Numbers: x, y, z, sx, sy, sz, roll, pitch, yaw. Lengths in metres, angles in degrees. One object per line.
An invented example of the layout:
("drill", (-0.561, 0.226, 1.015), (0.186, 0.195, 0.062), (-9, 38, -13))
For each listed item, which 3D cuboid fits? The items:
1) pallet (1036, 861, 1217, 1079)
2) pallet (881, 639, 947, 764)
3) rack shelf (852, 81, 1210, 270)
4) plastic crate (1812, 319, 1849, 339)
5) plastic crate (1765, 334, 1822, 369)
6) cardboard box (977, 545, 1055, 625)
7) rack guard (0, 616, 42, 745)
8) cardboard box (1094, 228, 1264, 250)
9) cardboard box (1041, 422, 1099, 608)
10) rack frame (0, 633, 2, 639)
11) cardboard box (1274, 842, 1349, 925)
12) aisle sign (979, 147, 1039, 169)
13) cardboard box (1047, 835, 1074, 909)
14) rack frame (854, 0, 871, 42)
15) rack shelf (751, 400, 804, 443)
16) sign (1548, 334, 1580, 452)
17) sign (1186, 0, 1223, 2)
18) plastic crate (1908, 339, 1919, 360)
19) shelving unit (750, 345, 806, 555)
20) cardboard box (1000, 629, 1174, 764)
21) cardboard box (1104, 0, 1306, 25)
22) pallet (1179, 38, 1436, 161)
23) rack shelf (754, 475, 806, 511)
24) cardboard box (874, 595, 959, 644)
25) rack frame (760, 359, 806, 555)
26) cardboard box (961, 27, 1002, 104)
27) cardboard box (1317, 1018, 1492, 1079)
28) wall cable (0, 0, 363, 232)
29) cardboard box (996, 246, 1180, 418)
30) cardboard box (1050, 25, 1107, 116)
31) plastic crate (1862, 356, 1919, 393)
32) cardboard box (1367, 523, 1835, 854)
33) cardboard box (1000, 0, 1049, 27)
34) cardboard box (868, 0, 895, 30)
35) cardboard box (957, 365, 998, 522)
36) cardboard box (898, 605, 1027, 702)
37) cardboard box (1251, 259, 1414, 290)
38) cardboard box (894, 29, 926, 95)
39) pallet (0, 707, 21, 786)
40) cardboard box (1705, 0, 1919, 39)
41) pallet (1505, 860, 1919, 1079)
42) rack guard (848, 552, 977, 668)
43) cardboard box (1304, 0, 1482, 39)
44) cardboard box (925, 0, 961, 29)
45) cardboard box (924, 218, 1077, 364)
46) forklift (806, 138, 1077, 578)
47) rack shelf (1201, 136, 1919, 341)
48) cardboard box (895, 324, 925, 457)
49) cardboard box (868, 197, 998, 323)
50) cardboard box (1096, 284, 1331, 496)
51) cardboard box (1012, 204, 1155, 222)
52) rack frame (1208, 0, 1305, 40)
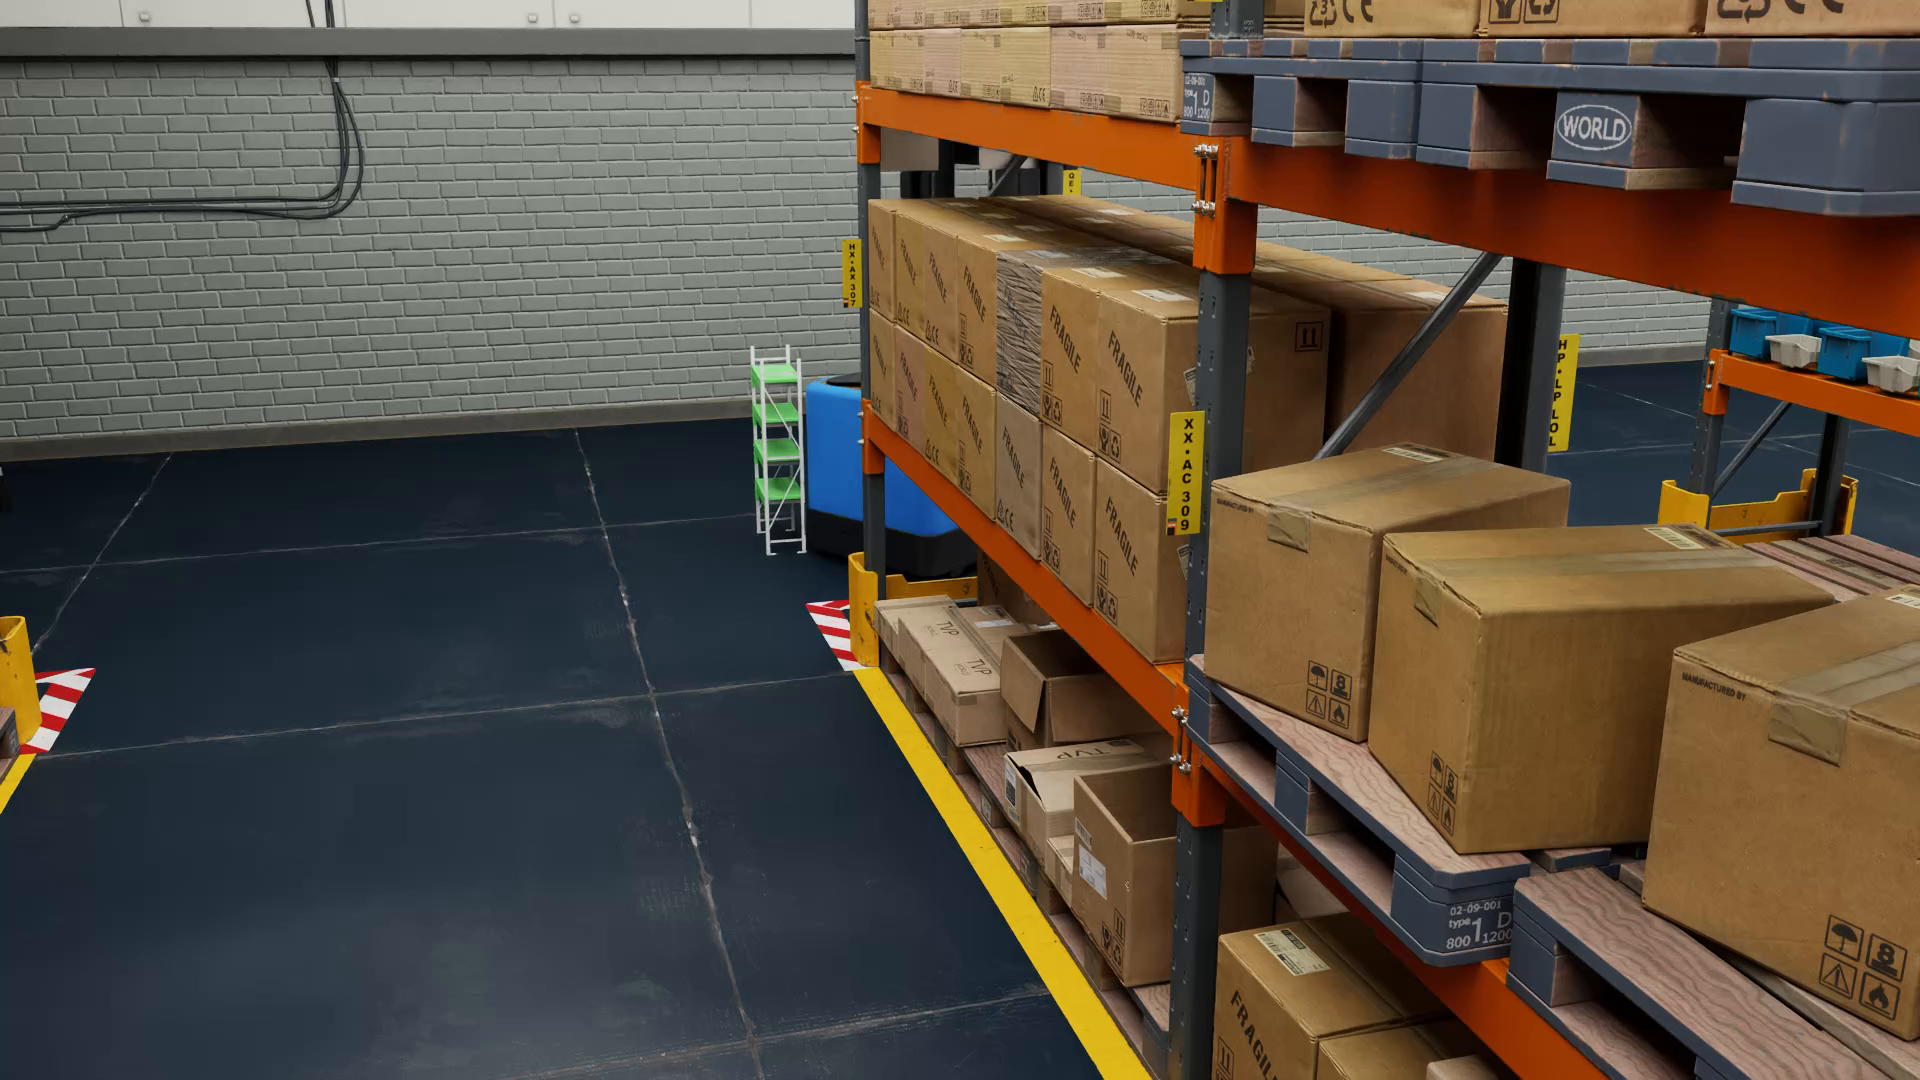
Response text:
("pallet", (0.918, 1.344, 5.612), (1.003, 0.211, 1.213), (-5, 17, -15))
("pallet", (0.248, 0.669, 7.859), (1.003, 0.211, 1.213), (-5, 17, -15))
("rack shelf", (0.557, -1.447, 6.092), (1.077, 0.370, 4.000), (-5, 17, -15))
("plastic crate", (5.042, -1.267, 9.289), (0.616, 0.435, 0.499), (-5, 17, -15))
("plastic crate", (4.530, -1.012, 8.960), (0.250, 0.136, 0.298), (-5, 17, -15))
("cardboard box", (0.393, 0.209, 8.122), (0.500, 0.500, 0.500), (-5, 17, -15))
("rack guard", (-4.762, 0.675, 7.336), (1.175, 0.500, 0.348), (-5, 17, -15))
("cardboard box", (0.821, -0.909, 6.352), (0.500, 0.500, 0.500), (-4, 17, -14))
("cardboard box", (0.579, -0.110, 5.431), (0.500, 0.500, 0.500), (-4, 17, -14))
("rack frame", (-4.755, -0.516, 6.954), (1.000, 3.000, 0.127), (-5, 17, -15))
("cardboard box", (1.199, 1.142, 5.345), (0.500, 0.311, 0.500), (-5, 17, -15))
("aisle sign", (0.283, -2.196, 8.031), (0.394, 0.787, 0.004), (-5, 17, -15))
("cardboard box", (0.516, 1.119, 5.704), (0.380, 0.149, 0.250), (-5, 17, -15))
("rack frame", (0.007, -3.781, 7.398), (1.000, 3.000, 0.127), (-5, 17, -15))
("rack shelf", (-1.118, -0.727, 10.175), (0.258, 0.148, 0.480), (-4, 17, -13))
("sign", (1.639, -0.401, 4.561), (0.100, 0.325, 0.005), (-5, 17, -15))
("sign", (0.587, -1.441, 3.922), (0.100, 0.325, 0.005), (-5, 17, -15))
("plastic crate", (5.169, -0.990, 8.888), (0.396, 0.136, 0.243), (-5, 17, -15))
("shelving unit", (-1.118, -0.559, 10.226), (0.258, 1.200, 0.503), (-4, 17, -13))
("cardboard box", (0.585, 0.664, 6.603), (0.797, 0.503, 0.637), (-5, 17, -15))
("cardboard box", (0.711, -1.519, 4.473), (0.500, 0.250, 0.500), (-5, 17, -15))
("pallet", (1.218, -0.962, 3.555), (1.213, 0.211, 1.003), (-5, 17, -15))
("rack shelf", (-1.118, -0.268, 10.313), (0.258, 0.148, 0.480), (-4, 17, -13))
("cardboard box", (-0.208, 0.389, 8.132), (0.380, 0.149, 0.250), (-5, 17, -15))
("rack frame", (-1.062, -0.490, 9.999), (0.240, 1.200, 0.015), (-4, 17, -13))
("cardboard box", (0.311, -1.695, 5.929), (0.500, 0.250, 0.500), (-5, 17, -15))
("cardboard box", (1.162, 1.484, 3.877), (0.500, 0.500, 0.500), (-4, 17, -14))
("wall cable", (-5.966, -3.494, 11.840), (3.097, 2.526, 0.112), (-5, 17, -15))
("cardboard box", (0.437, -0.729, 5.753), (0.500, 0.500, 0.500), (-5, 17, -15))
("cardboard box", (0.590, -1.419, 5.009), (0.500, 0.250, 0.500), (-5, 17, -15))
("plastic crate", (4.717, -0.824, 8.335), (0.250, 0.136, 0.298), (-5, 17, -15))
("cardboard box", (1.271, 0.283, 3.392), (0.700, 0.500, 0.500), (-2, 17, -6))
("cardboard box", (0.442, -1.796, 5.395), (0.500, 0.250, 0.500), (-5, 17, -15))
("cardboard box", (-0.102, -2.350, 7.238), (0.500, 0.250, 0.500), (-5, 17, -15))
("cardboard box", (0.293, -0.393, 6.372), (0.500, 0.500, 0.500), (-4, 17, -15))
("cardboard box", (0.021, 0.509, 7.558), (0.500, 0.250, 0.500), (-5, 17, -15))
("cardboard box", (1.105, -0.624, 5.403), (0.500, 0.500, 0.500), (-5, 18, -17))
("cardboard box", (0.029, -1.971, 6.848), (0.500, 0.250, 0.500), (-5, 17, -15))
("pallet", (-4.460, 1.035, 6.640), (1.003, 0.211, 1.213), (-5, 17, -15))
("cardboard box", (1.543, -1.021, 2.347), (0.600, 0.600, 0.600), (-5, 18, -17))
("pallet", (1.667, 0.859, 2.712), (1.003, 0.211, 1.213), (-5, 17, -15))
("rack guard", (0.028, 0.310, 8.551), (1.175, 0.500, 0.348), (-5, 17, -15))
("cardboard box", (1.174, -1.390, 3.574), (0.600, 0.600, 0.600), (-6, 18, -20))
("cardboard box", (0.172, -2.073, 6.317), (0.500, 0.250, 0.500), (-5, 17, -15))
("cardboard box", (0.159, -1.009, 6.684), (0.500, 0.500, 0.500), (-4, 17, -14))
("forklift", (0.408, -1.542, 10.489), (1.130, 2.935, 3.031), (14, 22, 38))
("rack shelf", (1.656, -0.341, 2.408), (1.077, 0.370, 4.000), (-5, 17, -15))
("cardboard box", (0.022, -0.670, 7.295), (0.500, 0.500, 0.500), (-5, 17, -16))
("cardboard box", (-0.125, -1.291, 7.625), (0.500, 0.500, 0.500), (-4, 17, -14))
("cardboard box", (0.718, -0.448, 4.817), (0.500, 0.500, 0.500), (-5, 17, -15))
("cardboard box", (0.533, -1.194, 7.301), (0.500, 0.500, 0.500), (-4, 17, -14))
("rack frame", (1.106, -2.675, 3.715), (1.000, 3.000, 0.127), (-5, 17, -15))
